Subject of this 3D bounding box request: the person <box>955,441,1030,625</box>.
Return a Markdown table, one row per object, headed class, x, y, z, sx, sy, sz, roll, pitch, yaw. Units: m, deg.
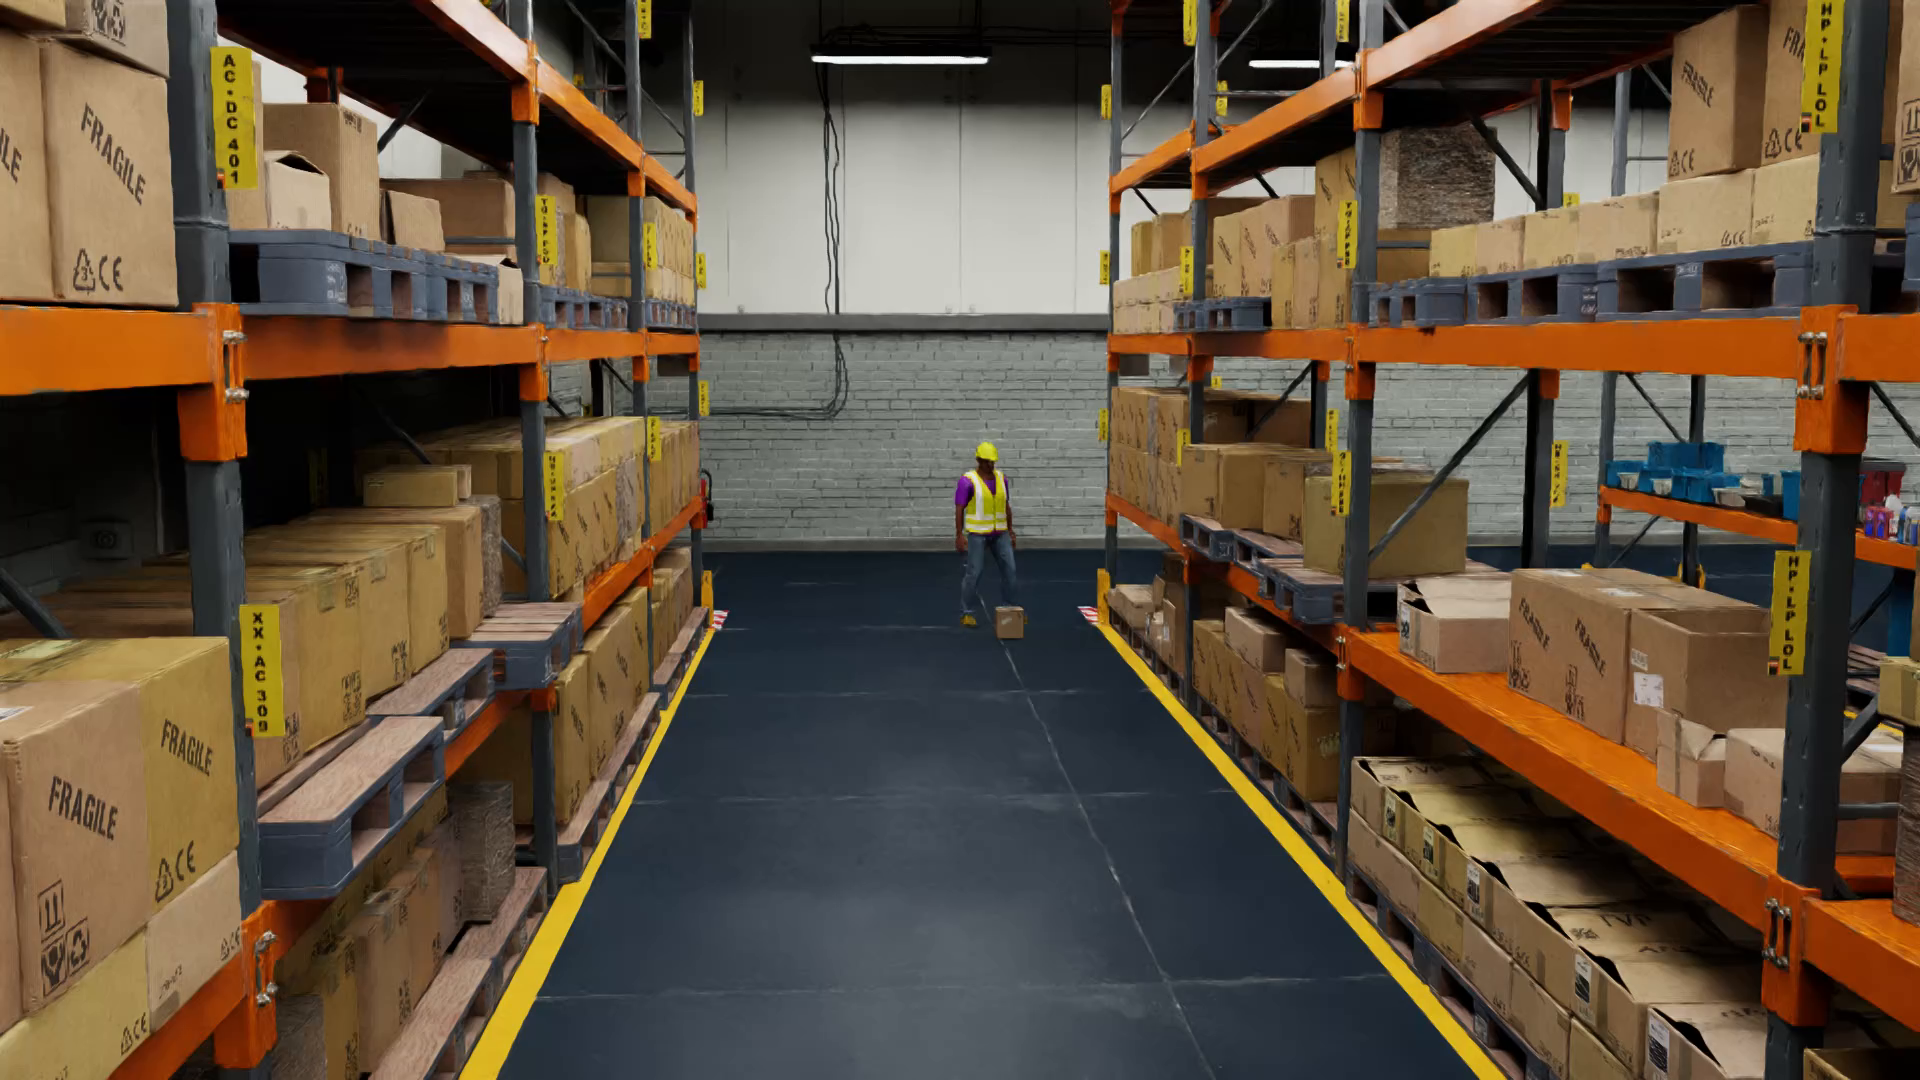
| class | x | y | z | sx | sy | sz | roll | pitch | yaw |
| --- | --- | --- | --- | --- | --- | --- | --- | --- | --- |
| person | 0.295 | -0.065 | 16.006 | 0.671 | 1.767 | 0.488 | -4 | 8 | -30 |
